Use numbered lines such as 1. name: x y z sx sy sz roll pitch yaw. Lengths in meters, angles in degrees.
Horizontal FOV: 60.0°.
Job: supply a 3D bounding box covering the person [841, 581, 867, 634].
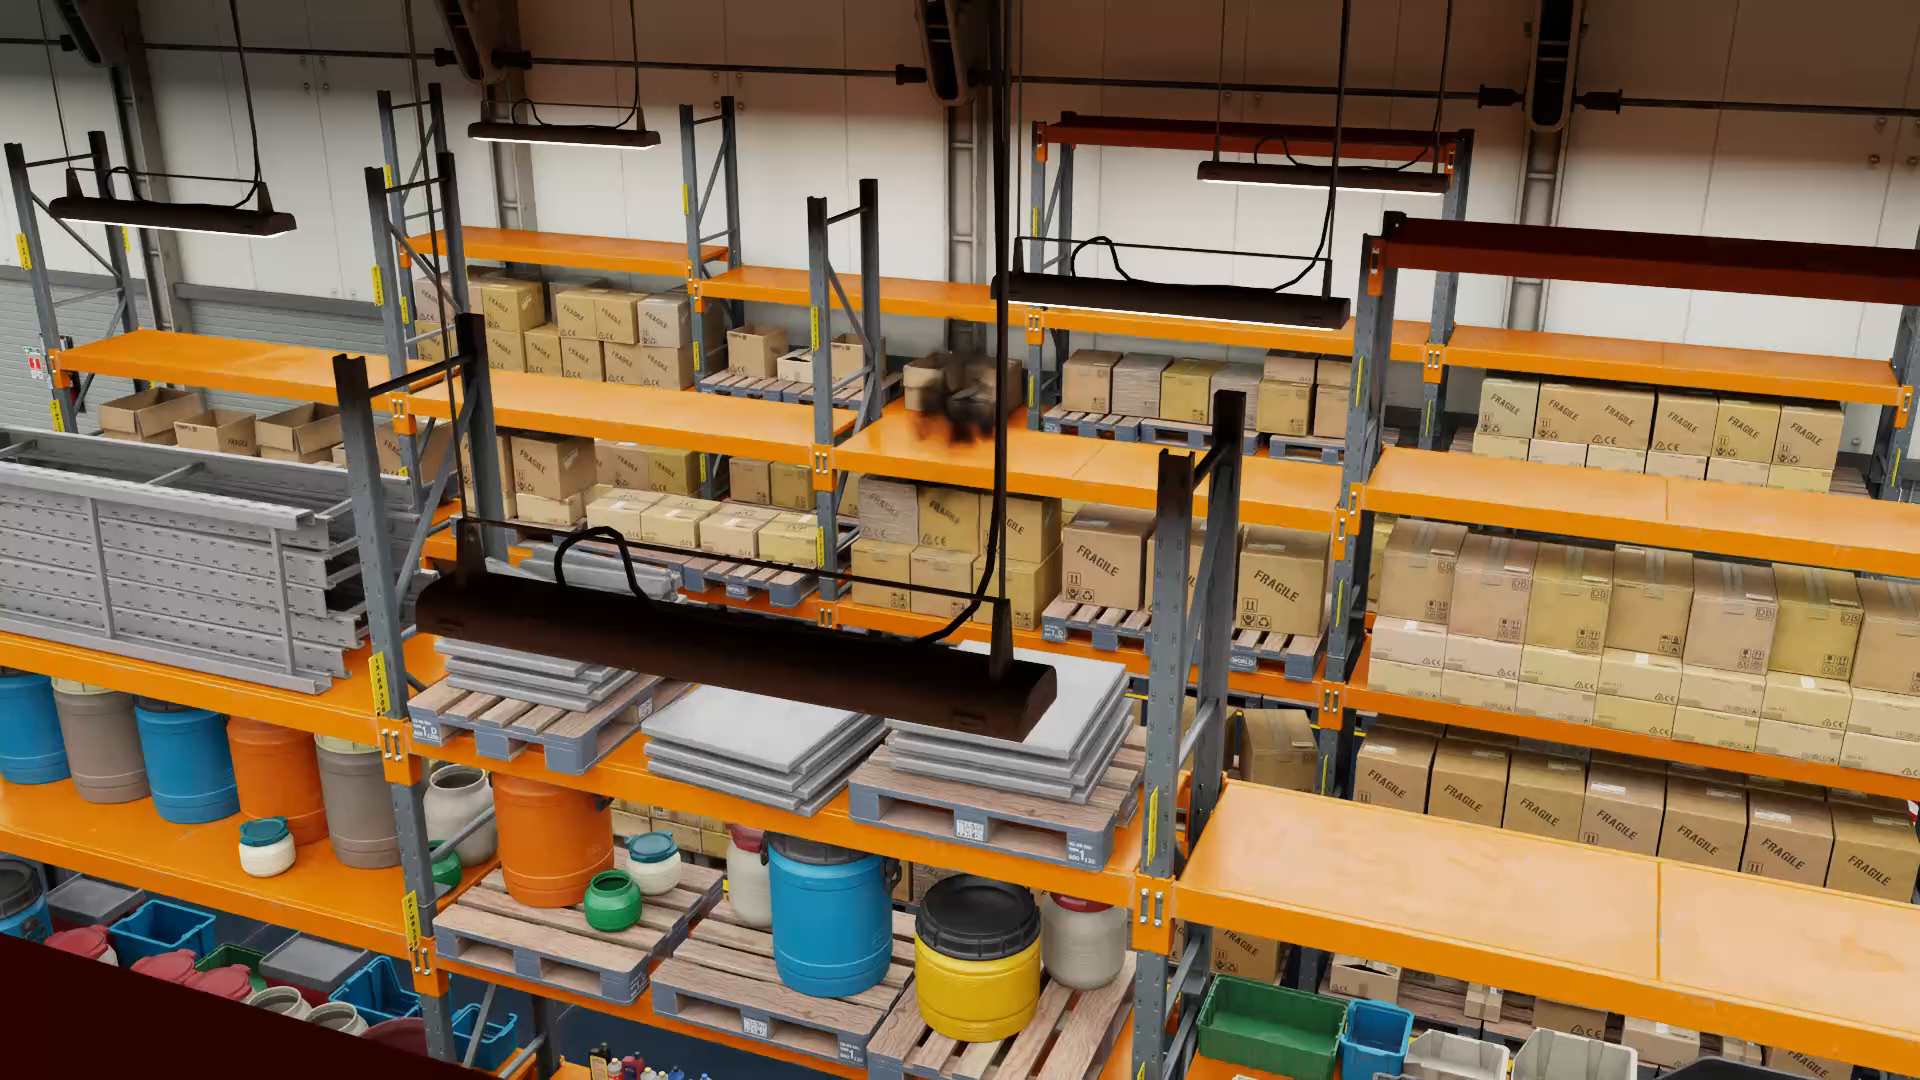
1. person: -0.953 1.226 16.128 0.683 1.740 0.612 11 23 26
